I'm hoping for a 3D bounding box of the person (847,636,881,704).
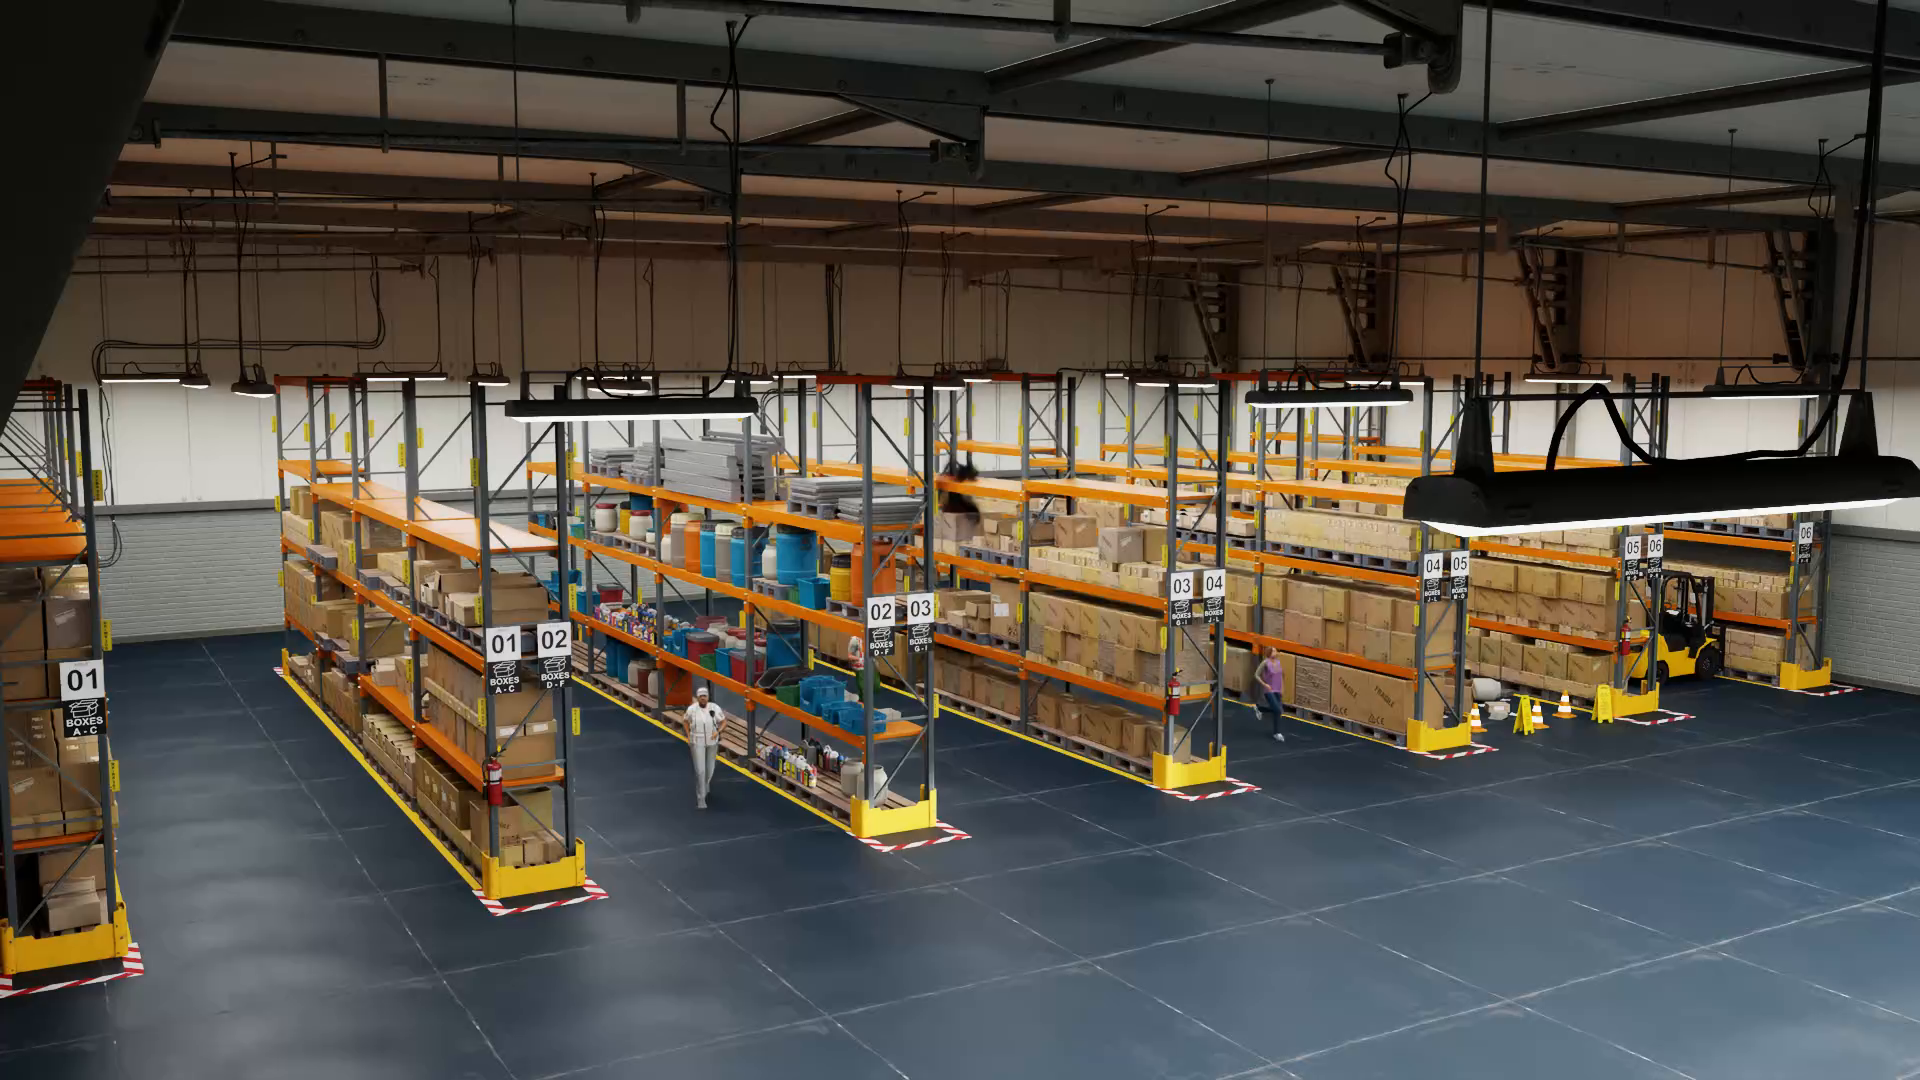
[{"bbox_3d":[-1.635,2.268,29.148,0.643,1.740,0.582,-5,8,-40],"label":"person"}]

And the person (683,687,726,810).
[{"bbox_3d":[-3.632,2.921,23.704,0.604,1.707,0.795,-2,6,-15],"label":"person"}]

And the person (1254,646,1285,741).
[{"bbox_3d":[5.177,2.542,27.855,0.539,1.550,0.770,-5,8,-36],"label":"person"}]

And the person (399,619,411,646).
[{"bbox_3d":[-11.664,1.707,34.463,0.830,1.721,0.715,5,8,37],"label":"person"}]
